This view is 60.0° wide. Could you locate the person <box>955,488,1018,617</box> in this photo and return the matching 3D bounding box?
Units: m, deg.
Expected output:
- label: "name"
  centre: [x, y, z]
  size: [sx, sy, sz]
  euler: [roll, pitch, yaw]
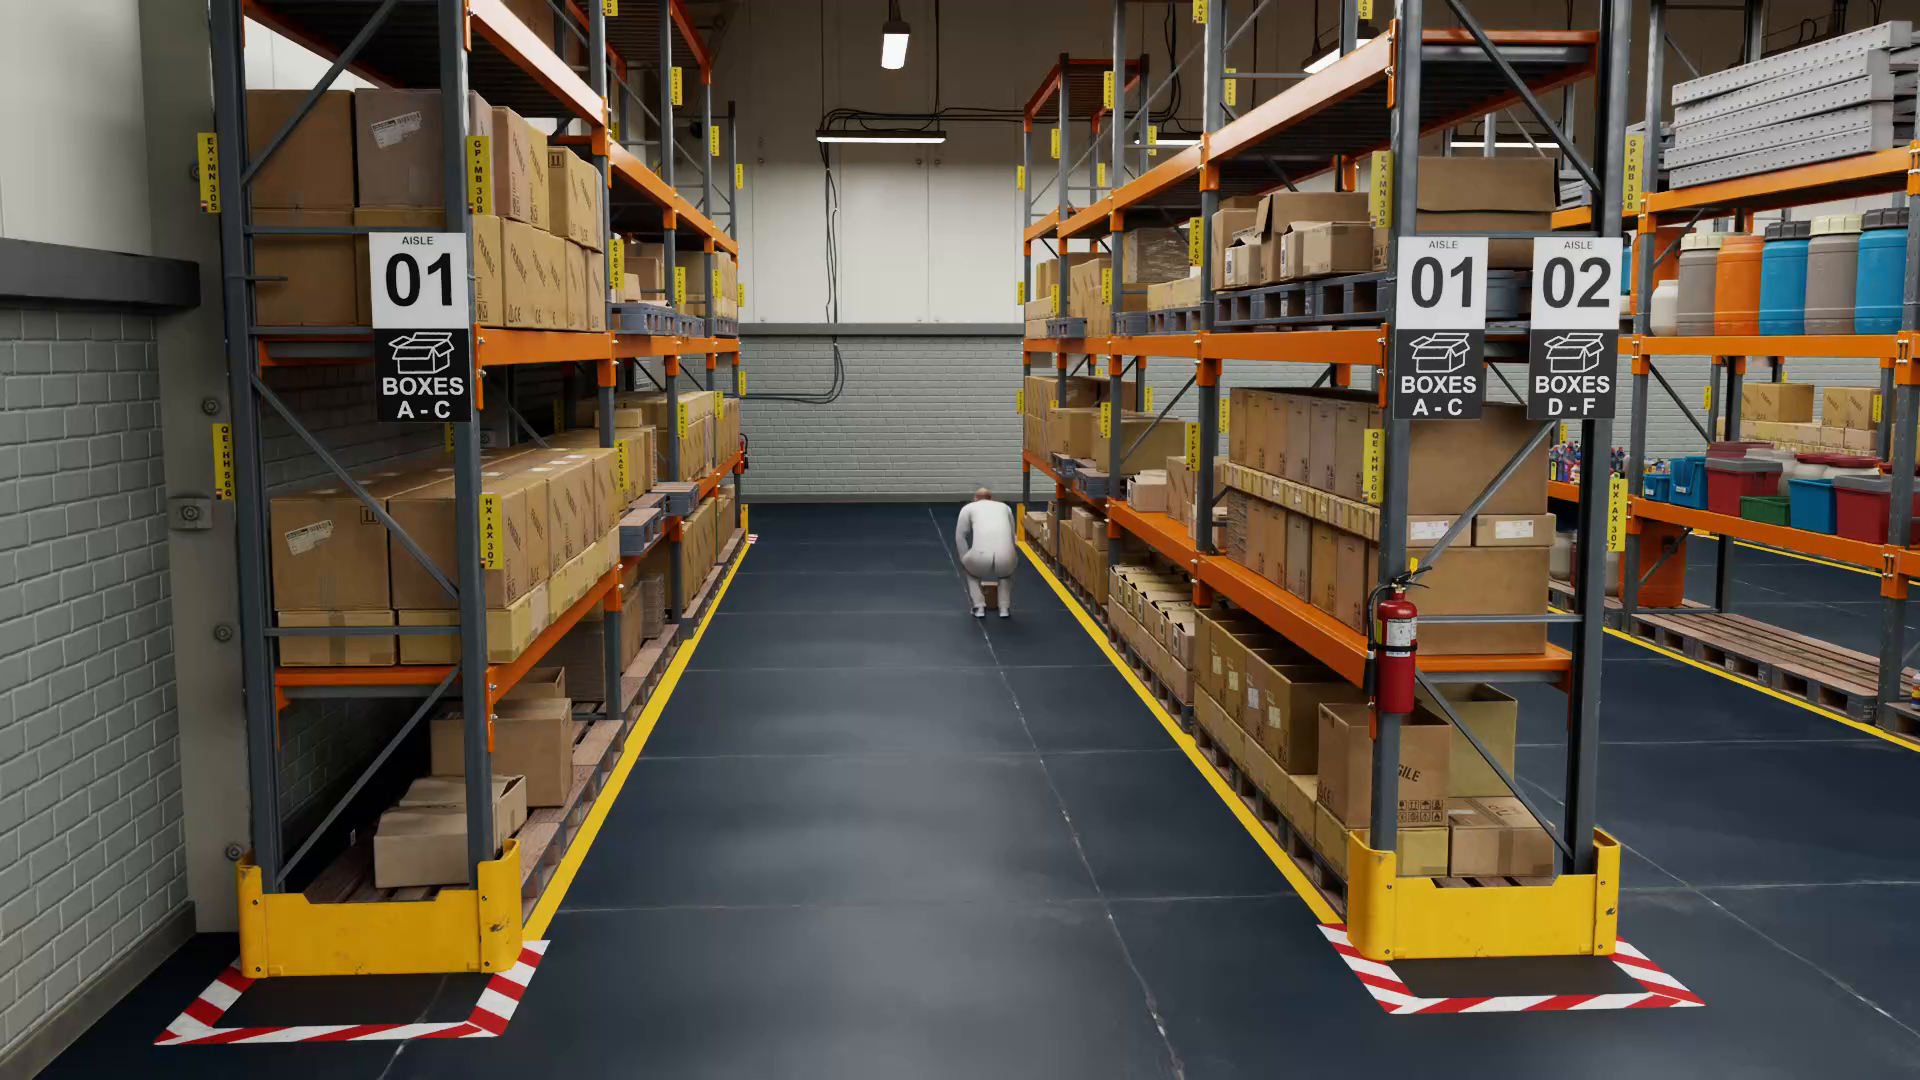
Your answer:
- label: "person"
  centre: [0.277, 0.131, 16.897]
  size: [0.631, 1.264, 0.793]
  euler: [0, 7, -4]
